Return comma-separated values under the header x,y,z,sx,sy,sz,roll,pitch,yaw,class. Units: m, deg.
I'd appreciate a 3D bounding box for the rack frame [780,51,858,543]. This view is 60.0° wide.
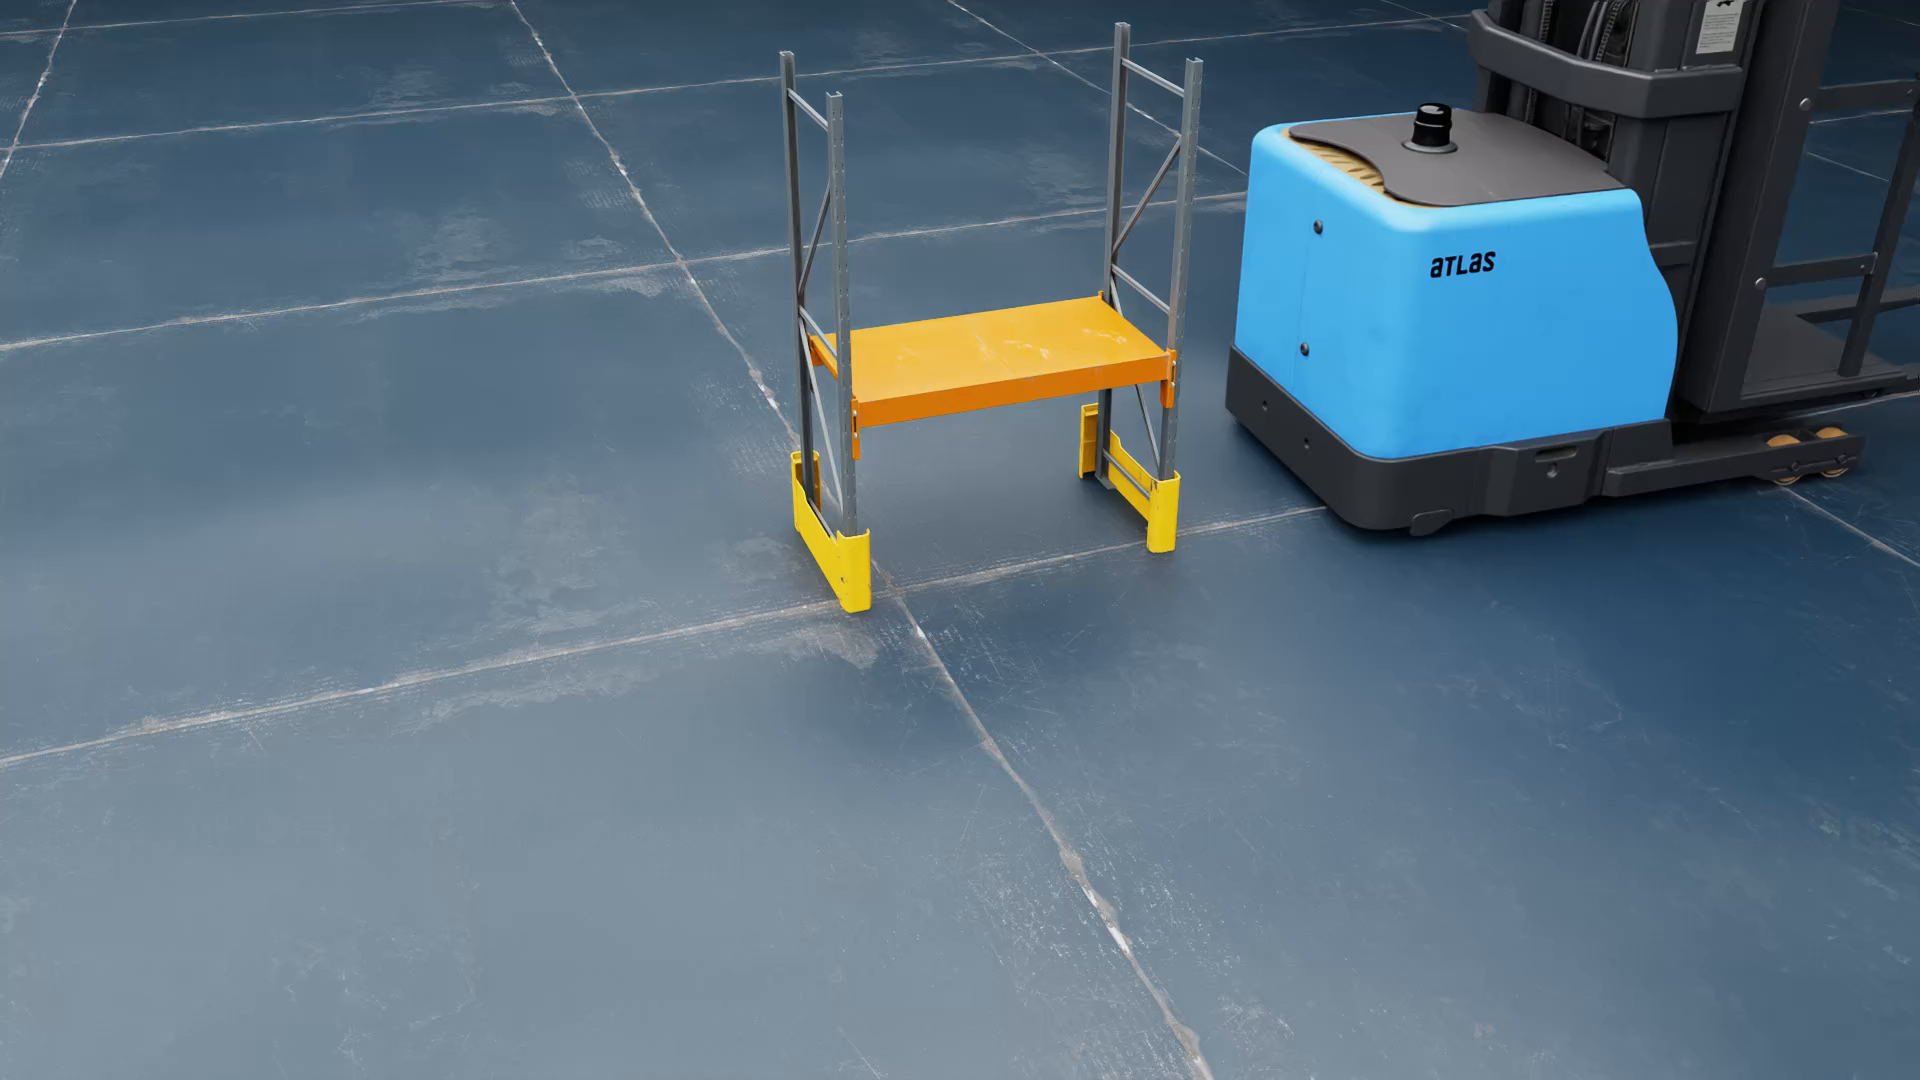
x,y,z,sx,sy,sz,roll,pitch,yaw,class
-0.396,-0.579,4.751,0.032,1.500,0.500,-10,31,-18,rack frame

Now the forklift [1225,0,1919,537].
x,y,z,sx,sy,sz,roll,pitch,yaw,class
2.523,-1.697,5.268,3.031,2.935,1.130,-9,31,-15,forklift

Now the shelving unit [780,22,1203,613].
x,y,z,sx,sy,sz,roll,pitch,yaw,class
0.071,-0.665,4.902,1.083,1.500,0.587,-10,31,-18,shelving unit

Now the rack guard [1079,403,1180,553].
x,y,z,sx,sy,sz,roll,pitch,yaw,class
0.538,-0.208,5.362,0.087,0.250,0.587,-10,31,-18,rack guard

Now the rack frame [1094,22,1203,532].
x,y,z,sx,sy,sz,roll,pitch,yaw,class
0.556,-0.754,5.059,0.032,1.500,0.500,-10,31,-18,rack frame

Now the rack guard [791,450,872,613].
x,y,z,sx,sy,sz,roll,pitch,yaw,class
-0.395,-0.036,5.060,0.087,0.250,0.587,-10,31,-18,rack guard

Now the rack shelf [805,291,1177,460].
x,y,z,sx,sy,sz,roll,pitch,yaw,class
0.080,-0.510,4.994,1.000,0.185,0.538,-10,31,-18,rack shelf
